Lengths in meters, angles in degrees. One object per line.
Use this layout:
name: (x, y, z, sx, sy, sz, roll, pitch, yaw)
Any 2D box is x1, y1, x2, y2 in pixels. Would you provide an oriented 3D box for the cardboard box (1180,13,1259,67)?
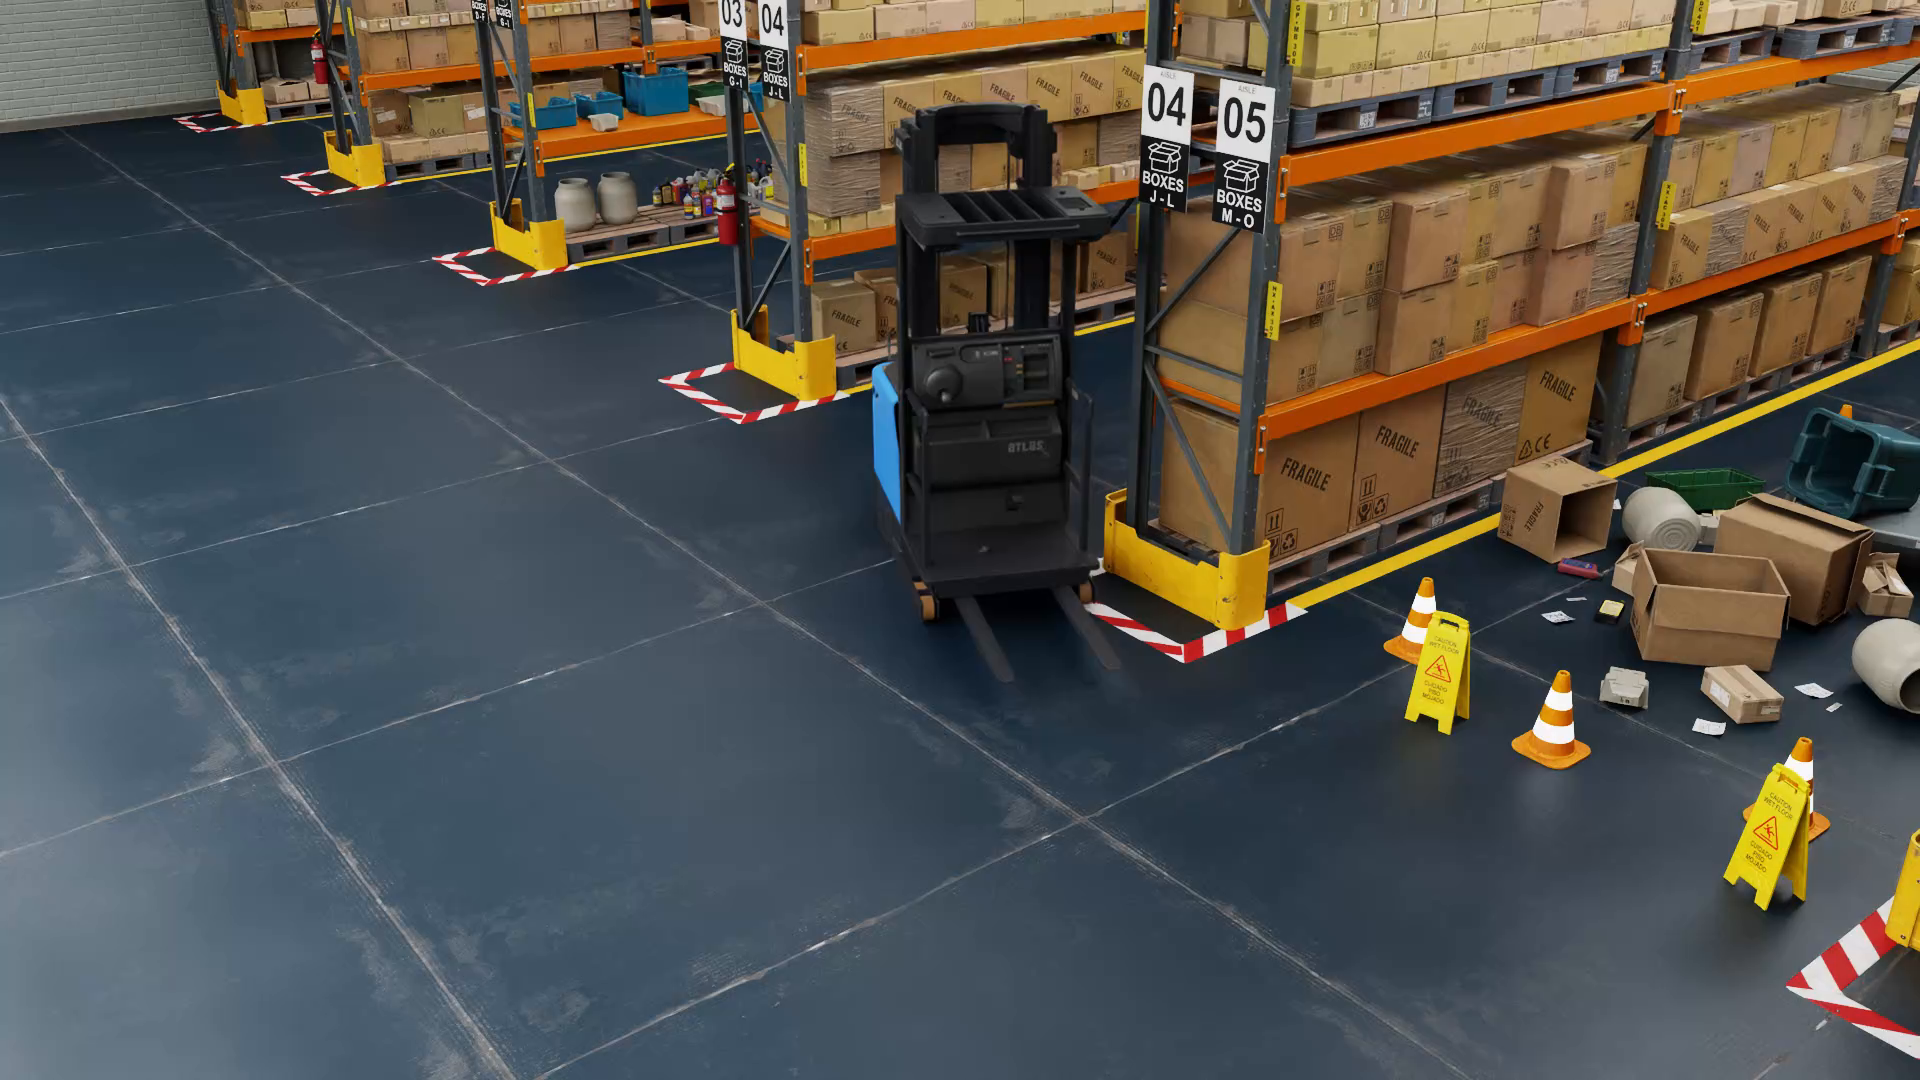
cardboard box: (1.634, -2.926, 9.635, 0.500, 0.250, 0.500, -18, 30, -33)

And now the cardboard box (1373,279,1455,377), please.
cardboard box: (2.623, -1.476, 10.689, 0.550, 0.550, 0.875, -18, 31, -34)

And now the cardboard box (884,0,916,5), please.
cardboard box: (-0.555, -4.369, 13.243, 0.250, 0.149, 0.380, -17, 30, -32)

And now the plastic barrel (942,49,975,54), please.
plastic barrel: (-0.003, -5.820, 20.066, 0.433, 0.535, 0.433, 0, 25, 0)

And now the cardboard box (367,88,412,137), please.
cardboard box: (-7.431, -5.516, 21.449, 0.500, 0.500, 0.500, -18, 31, -34)

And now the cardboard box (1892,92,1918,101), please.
cardboard box: (8.838, -4.082, 15.574, 0.250, 0.149, 0.380, -17, 30, -32)

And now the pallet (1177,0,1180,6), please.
pallet: (2.140, -5.152, 15.447, 1.003, 0.211, 1.213, -18, 31, -34)

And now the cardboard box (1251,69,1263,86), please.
cardboard box: (1.673, -2.789, 9.814, 0.250, 0.149, 0.380, -18, 30, -34)

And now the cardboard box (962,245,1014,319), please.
cardboard box: (0.362, -2.379, 15.282, 0.500, 0.500, 0.500, -22, 33, -38)

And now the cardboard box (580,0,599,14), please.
cardboard box: (-5.004, -7.099, 22.095, 0.250, 0.149, 0.380, -19, 31, -35)

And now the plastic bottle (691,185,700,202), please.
plastic bottle: (-3.025, -3.961, 19.024, 0.097, 0.201, 0.097, 0, 25, 0)

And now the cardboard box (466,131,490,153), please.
cardboard box: (-6.325, -5.264, 21.798, 0.500, 0.250, 0.500, -18, 31, -34)

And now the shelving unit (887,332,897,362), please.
shelving unit: (-0.350, -0.894, 11.749, 0.258, 1.200, 0.189, 19, 31, 36)

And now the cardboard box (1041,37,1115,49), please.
cardboard box: (1.077, -4.352, 15.405, 0.500, 0.500, 0.500, -18, 31, -34)

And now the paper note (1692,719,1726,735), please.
paper note: (4.071, 1.013, 9.032, 0.148, 0.019, 0.142, 15, 29, 29)

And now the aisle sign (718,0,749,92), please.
aisle sign: (-1.793, -3.975, 13.163, 0.004, 0.787, 0.394, -18, 31, -34)

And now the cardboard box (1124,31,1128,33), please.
cardboard box: (3.249, -8.669, 28.809, 0.637, 0.503, 0.797, -18, 31, -34)

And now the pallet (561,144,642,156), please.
pallet: (-5.173, -5.576, 23.014, 1.213, 0.211, 1.003, -18, 31, -34)

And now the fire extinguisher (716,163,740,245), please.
fire extinguisher: (-1.934, -2.800, 13.812, 0.183, 0.674, 0.296, -18, 31, -34)

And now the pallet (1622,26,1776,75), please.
pallet: (5.260, -3.610, 12.130, 1.217, 0.209, 0.805, -20, 31, -36)

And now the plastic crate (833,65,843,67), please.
plastic crate: (-1.276, -5.648, 19.781, 0.583, 0.464, 0.402, -18, 31, -34)

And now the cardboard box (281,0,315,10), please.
cardboard box: (-9.773, -8.066, 24.329, 0.500, 0.500, 0.500, -18, 30, -34)

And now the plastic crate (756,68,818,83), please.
plastic crate: (-1.959, -5.270, 19.116, 0.504, 0.338, 0.767, -18, 31, -34)

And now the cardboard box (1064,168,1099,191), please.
cardboard box: (1.036, -3.275, 15.043, 0.250, 0.149, 0.380, -18, 31, -34)

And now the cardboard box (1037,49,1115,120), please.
cardboard box: (1.011, -4.047, 14.746, 0.500, 0.500, 0.500, -18, 31, -34)

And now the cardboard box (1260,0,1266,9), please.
cardboard box: (1.675, -3.151, 9.647, 0.250, 0.149, 0.380, -18, 30, -34)

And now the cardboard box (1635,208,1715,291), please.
cardboard box: (5.149, -2.175, 12.254, 0.500, 0.500, 0.500, -18, 30, -33)

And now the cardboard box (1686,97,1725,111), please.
cardboard box: (9.160, -5.435, 21.422, 0.875, 0.875, 0.875, -18, 31, -34)

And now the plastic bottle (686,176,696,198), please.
plastic bottle: (-3.117, -4.032, 19.087, 0.135, 0.276, 0.152, -19, 31, -35)

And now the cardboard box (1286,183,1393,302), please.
cardboard box: (2.113, -1.858, 10.229, 0.550, 0.550, 0.875, -18, 31, -34)

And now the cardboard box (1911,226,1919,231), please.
cardboard box: (8.808, -2.748, 15.188, 0.500, 0.250, 0.500, -19, 31, -35)

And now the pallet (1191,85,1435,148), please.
pallet: (1.999, -2.559, 9.744, 1.213, 0.211, 1.003, -18, 31, -34)

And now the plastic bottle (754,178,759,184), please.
plastic bottle: (-2.286, -3.990, 18.989, 0.133, 0.283, 0.061, -18, 31, -34)

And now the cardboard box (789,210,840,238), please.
cardboard box: (-1.188, -2.593, 13.573, 0.250, 0.149, 0.380, -18, 31, -34)

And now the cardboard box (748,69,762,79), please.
cardboard box: (-2.834, -6.656, 24.130, 0.500, 0.311, 0.500, -17, 30, -33)

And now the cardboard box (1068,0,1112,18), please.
cardboard box: (0.973, -4.707, 14.443, 0.500, 0.250, 0.500, -17, 30, -33)

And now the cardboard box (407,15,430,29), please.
cardboard box: (-6.825, -6.499, 20.800, 0.250, 0.149, 0.380, -18, 30, -34)

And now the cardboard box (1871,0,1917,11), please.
cardboard box: (7.079, -4.306, 12.890, 0.500, 0.311, 0.500, -18, 31, -34)

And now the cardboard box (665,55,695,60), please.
cardboard box: (-4.968, -8.574, 28.609, 0.500, 0.500, 0.700, -18, 30, -33)

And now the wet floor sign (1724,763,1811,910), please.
wet floor sign: (3.746, 1.334, 7.610, 0.232, 0.644, 0.267, -8, 26, -16)

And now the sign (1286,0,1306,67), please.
sign: (1.759, -2.650, 8.702, 0.005, 0.325, 0.100, -18, 31, -34)

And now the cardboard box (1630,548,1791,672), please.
cardboard box: (4.375, 0.408, 9.773, 0.797, 0.503, 0.637, 5, 25, 11)

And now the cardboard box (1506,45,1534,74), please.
cardboard box: (3.279, -2.967, 10.198, 0.250, 0.149, 0.380, -18, 31, -34)

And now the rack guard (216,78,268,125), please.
rack guard: (-10.669, -6.521, 24.706, 0.348, 0.500, 1.175, -18, 31, -34)

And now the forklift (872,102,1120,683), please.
forklift: (0.218, -1.003, 9.930, 1.130, 2.935, 3.031, -6, 25, -12)

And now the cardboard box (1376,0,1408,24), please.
cardboard box: (2.279, -3.000, 9.320, 0.250, 0.149, 0.380, -19, 31, -35)

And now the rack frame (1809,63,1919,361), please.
rack frame: (7.717, -3.121, 14.412, 0.127, 3.000, 1.000, -18, 31, -34)

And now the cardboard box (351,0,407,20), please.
cardboard box: (-7.253, -6.759, 20.591, 0.500, 0.500, 0.700, -18, 30, -34)

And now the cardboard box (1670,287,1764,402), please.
cardboard box: (5.764, -1.692, 13.507, 0.750, 0.750, 1.050, -18, 31, -34)

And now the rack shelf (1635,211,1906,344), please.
rack shelf: (6.143, -2.275, 13.444, 4.000, 0.370, 1.077, -18, 31, -34)

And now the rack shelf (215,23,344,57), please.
rack shelf: (-9.155, -7.828, 25.409, 4.000, 0.370, 1.077, -18, 31, -34)

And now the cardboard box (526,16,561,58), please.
cardboard box: (-5.675, -6.694, 21.991, 0.500, 0.500, 0.700, -18, 30, -33)

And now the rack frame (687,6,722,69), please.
rack frame: (-4.434, -9.713, 28.615, 0.127, 3.000, 1.000, -18, 31, -34)
